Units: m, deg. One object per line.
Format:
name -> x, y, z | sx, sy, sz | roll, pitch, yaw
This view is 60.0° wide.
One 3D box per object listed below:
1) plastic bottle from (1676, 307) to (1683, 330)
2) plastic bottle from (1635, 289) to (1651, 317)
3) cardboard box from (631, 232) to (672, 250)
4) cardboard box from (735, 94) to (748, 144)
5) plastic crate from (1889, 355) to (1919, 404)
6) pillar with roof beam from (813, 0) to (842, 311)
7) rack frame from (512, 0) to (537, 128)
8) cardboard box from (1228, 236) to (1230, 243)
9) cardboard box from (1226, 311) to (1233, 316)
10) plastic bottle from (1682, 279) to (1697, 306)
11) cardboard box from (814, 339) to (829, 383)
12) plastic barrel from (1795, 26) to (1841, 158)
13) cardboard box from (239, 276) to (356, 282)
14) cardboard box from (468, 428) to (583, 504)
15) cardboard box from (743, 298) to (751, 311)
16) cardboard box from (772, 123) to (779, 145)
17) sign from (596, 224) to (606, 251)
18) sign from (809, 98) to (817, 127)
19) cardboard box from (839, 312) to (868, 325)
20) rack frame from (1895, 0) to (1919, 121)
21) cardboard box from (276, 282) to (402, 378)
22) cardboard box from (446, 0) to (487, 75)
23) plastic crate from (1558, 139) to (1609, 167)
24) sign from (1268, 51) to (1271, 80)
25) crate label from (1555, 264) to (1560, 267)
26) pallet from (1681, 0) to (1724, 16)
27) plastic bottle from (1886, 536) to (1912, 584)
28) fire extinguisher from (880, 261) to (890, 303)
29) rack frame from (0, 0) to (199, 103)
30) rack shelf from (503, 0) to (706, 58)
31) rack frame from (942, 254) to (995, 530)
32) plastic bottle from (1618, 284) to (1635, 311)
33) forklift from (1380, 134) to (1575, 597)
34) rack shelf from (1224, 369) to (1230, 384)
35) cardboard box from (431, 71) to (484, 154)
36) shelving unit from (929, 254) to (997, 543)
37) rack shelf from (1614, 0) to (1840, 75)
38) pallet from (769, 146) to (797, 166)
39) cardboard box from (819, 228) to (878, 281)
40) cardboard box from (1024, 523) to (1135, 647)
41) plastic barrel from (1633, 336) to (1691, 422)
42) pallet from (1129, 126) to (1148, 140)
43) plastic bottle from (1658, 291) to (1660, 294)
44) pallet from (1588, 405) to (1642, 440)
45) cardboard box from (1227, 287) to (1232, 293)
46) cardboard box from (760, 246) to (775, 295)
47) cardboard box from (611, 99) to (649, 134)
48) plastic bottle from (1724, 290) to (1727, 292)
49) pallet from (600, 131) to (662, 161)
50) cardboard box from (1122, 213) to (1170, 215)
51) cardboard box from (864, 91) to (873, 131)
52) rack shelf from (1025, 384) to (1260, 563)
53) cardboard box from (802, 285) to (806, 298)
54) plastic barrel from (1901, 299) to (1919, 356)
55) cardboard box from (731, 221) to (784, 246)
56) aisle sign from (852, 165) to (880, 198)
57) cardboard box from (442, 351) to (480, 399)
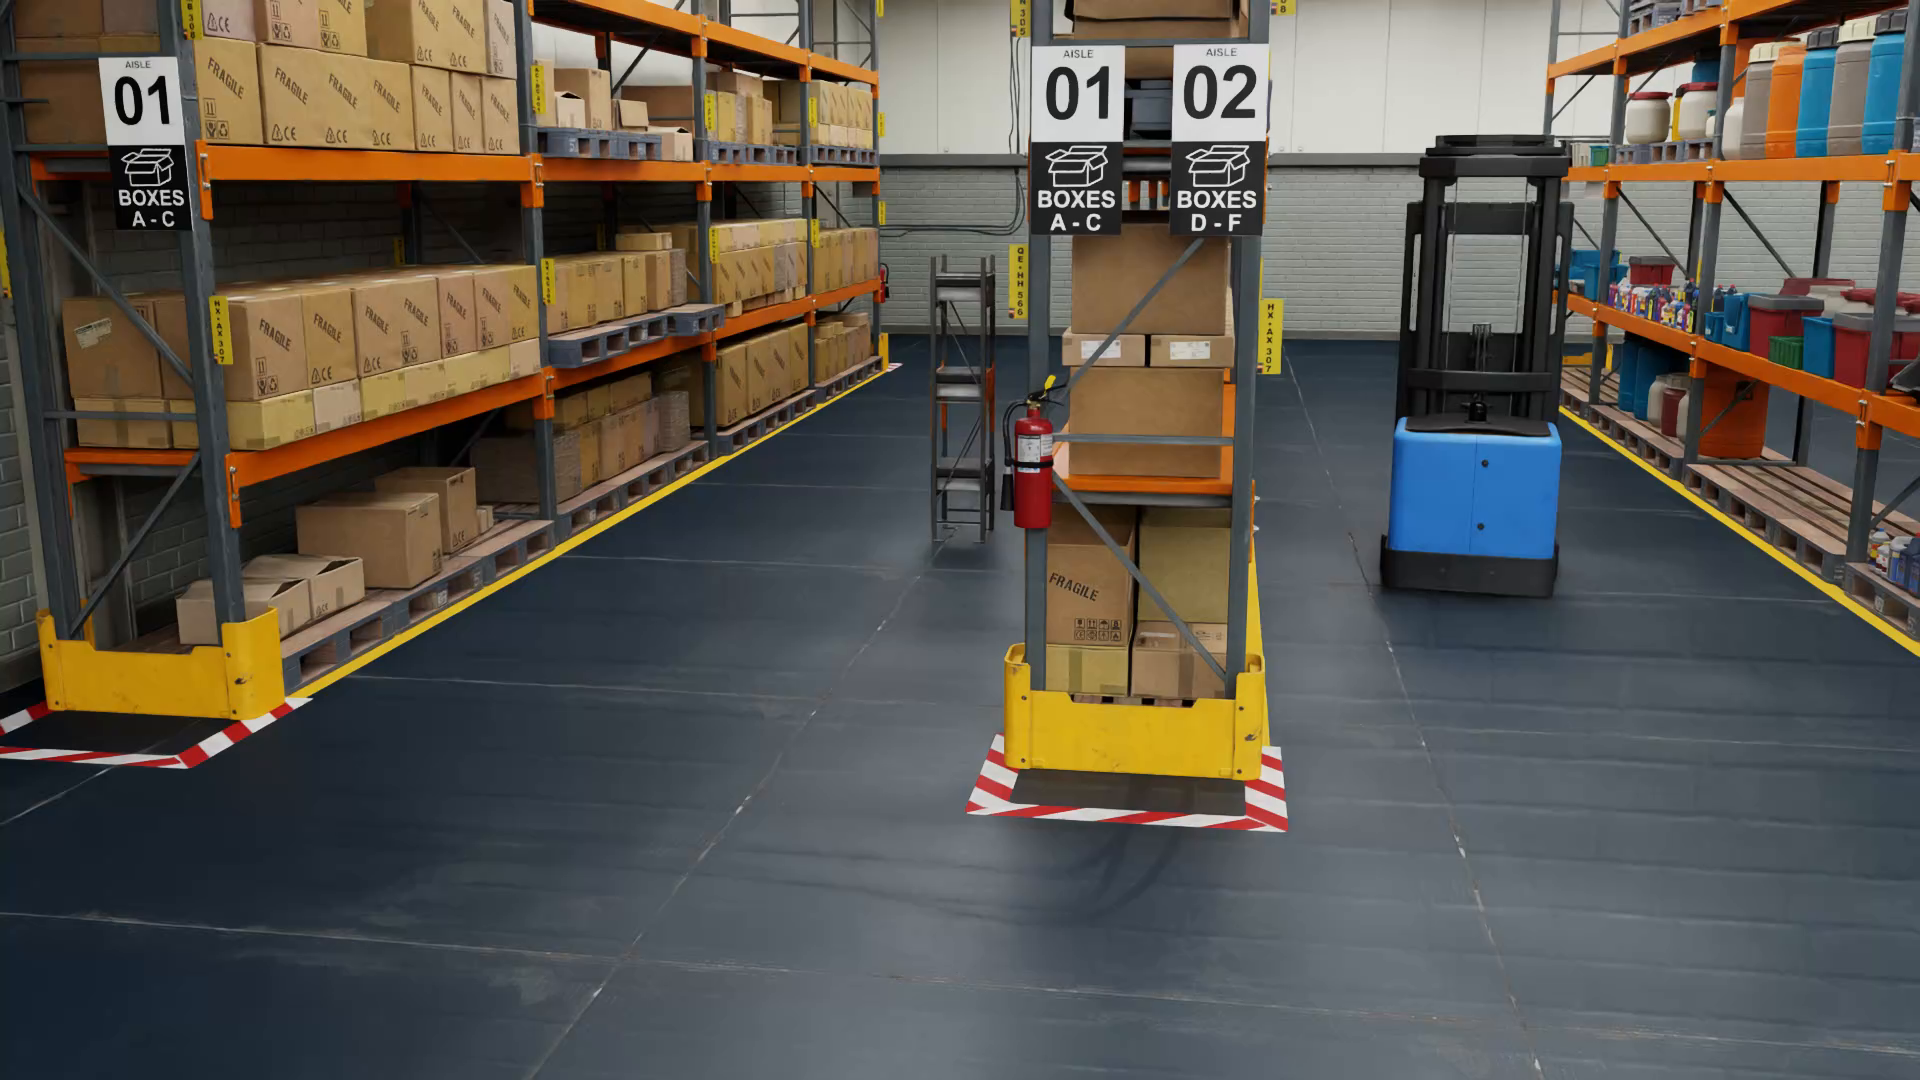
plastic bottle -> 6.654, -2.039, 15.307 | 0.097, 0.201, 0.097 | 0, 12, 0
plastic bottle -> 6.916, -2.394, 16.774 | 0.152, 0.276, 0.135 | 2, 12, 9
cardboard box -> -2.886, -2.776, 15.432 | 0.380, 0.149, 0.250 | 0, 12, 1
cardboard box -> -2.653, -4.431, 17.531 | 0.700, 0.500, 0.500 | 2, 12, 9
plastic crate -> 6.105, -0.979, 10.062 | 0.767, 0.338, 0.504 | 2, 12, 9
pillar with roof beam -> 2.182, -7.316, 25.081 | 9.100, 9.000, 0.400 | 2, 12, 9
rack frame -> -3.478, -4.368, 11.400 | 1.000, 3.000, 0.127 | 2, 12, 9
cardboard box -> 2.999, -3.567, 19.315 | 0.500, 0.500, 0.500 | 2, 12, 10
cardboard box -> 1.272, -1.151, 8.939 | 0.380, 0.149, 0.250 | 2, 12, 8
plastic bottle -> 7.553, -2.519, 17.181 | 0.144, 0.351, 0.185 | 2, 12, 9
cardboard box -> -2.031, -2.236, 20.685 | 0.700, 0.500, 0.500 | 2, 12, 9
plastic barrel -> 6.377, -3.210, 11.961 | 0.600, 0.901, 0.708 | 2, 12, 9
cardboard box -> -3.990, -1.327, 10.061 | 0.500, 0.500, 0.500 | 2, 12, 9
cardboard box -> -3.381, -0.582, 12.962 | 0.700, 0.500, 0.500 | 2, 12, 11
cardboard box -> -2.413, -2.484, 17.450 | 0.380, 0.149, 0.250 | 2, 12, 10
cardboard box -> -2.374, -4.897, 20.100 | 0.500, 0.250, 0.500 | 2, 12, 9
sign -> -3.411, -2.851, 15.854 | 0.100, 0.325, 0.005 | 2, 12, 9
sign -> -1.710, -4.958, 19.283 | 0.100, 0.325, 0.005 | 2, 12, 9
cardboard box -> -1.481, -3.052, 22.931 | 0.380, 0.149, 0.250 | 2, 12, 8
rack frame -> 6.312, -4.047, 9.910 | 1.000, 3.000, 0.127 | 2, 12, 9
cardboard box -> -3.551, -1.205, 9.493 | 0.500, 0.500, 0.500 | 1, 12, 7
cardboard box -> -3.361, -3.221, 10.539 | 0.500, 0.500, 0.500 | 3, 12, 12
plastic crate -> 7.651, -4.739, 20.389 | 0.504, 0.338, 0.767 | 2, 12, 9
sign -> 1.966, -3.015, 10.830 | 0.100, 0.325, 0.005 | 2, 12, 9
crate label -> 7.794, -3.519, 21.956 | 0.416, 0.233, 0.303 | 2, 12, 9
pallet -> 7.068, -4.741, 14.528 | 1.213, 0.211, 1.003 | 2, 12, 9
plastic bottle -> 5.807, 0.123, 10.224 | 0.152, 0.276, 0.135 | 2, 12, 11
fire extinguisher -> -1.153, -3.729, 23.746 | 0.296, 0.674, 0.183 | 2, 12, 9
rack frame -> -4.093, -3.535, 7.536 | 1.000, 3.000, 0.127 | 2, 12, 9
rack shelf -> -3.170, -4.237, 13.449 | 1.077, 0.370, 4.000 | 2, 12, 9
rack frame -> 0.063, -1.112, 12.668 | 0.400, 2.100, 0.015 | 2, 12, 9
plastic bottle -> 7.038, -2.558, 17.539 | 0.152, 0.276, 0.135 | 2, 12, 9
forklift -> 3.667, -1.336, 11.738 | 1.130, 2.935, 3.031 | 4, 13, 16
rack shelf -> 1.725, -1.340, 13.298 | 1.077, 0.370, 4.000 | 2, 12, 9
cardboard box -> -3.401, -2.742, 10.691 | 0.500, 0.500, 0.500 | 1, 12, 4
shelving unit -> 0.025, -1.061, 12.432 | 0.431, 2.100, 0.503 | 2, 12, 9
rack shelf -> 7.234, -4.748, 15.824 | 1.077, 0.370, 4.000 | 2, 12, 9
pallet -> -2.339, -4.281, 18.570 | 0.805, 0.209, 1.217 | 1, 12, 6
cardboard box -> -1.701, -3.973, 23.097 | 0.980, 0.700, 0.700 | 2, 12, 11
cardboard box -> 0.591, 0.208, 8.156 | 0.500, 0.500, 0.500 | 2, 12, 9
plastic barrel -> 7.333, -1.699, 17.239 | 0.600, 0.901, 0.708 | 2, 12, 9
pallet -> 1.541, -2.832, 11.848 | 0.805, 0.209, 1.217 | 1, 12, 6
plastic bottle -> 6.852, -2.290, 16.275 | 0.061, 0.283, 0.133 | 2, 12, 9
pallet -> 7.382, -1.257, 17.824 | 1.003, 0.211, 1.213 | 2, 12, 9
cardboard box -> 1.588, -1.578, 10.917 | 0.380, 0.149, 0.250 | 2, 12, 9
cardboard box -> -2.295, -2.885, 17.770 | 0.500, 0.500, 0.500 | 2, 12, 10
cardboard box -> -3.153, -3.527, 14.328 | 0.797, 0.503, 0.637 | 4, 13, 17
plastic bottle -> 7.611, -2.369, 16.659 | 0.152, 0.276, 0.135 | 2, 12, 9
pallet -> -3.121, -3.150, 13.318 | 1.213, 0.211, 1.003 | 2, 12, 9
cardboard box -> 1.202, -1.656, 9.742 | 0.700, 0.500, 0.500 | 2, 12, 9
cardboard box -> -1.475, -5.785, 22.441 | 0.500, 0.500, 0.500 | 2, 12, 8
rack shelf -> 1.110, -0.507, 9.434 | 1.077, 0.370, 4.000 | 2, 12, 9
cardboard box -> -2.019, -2.908, 19.414 | 0.380, 0.149, 0.250 | 2, 12, 9
plastic barrel -> 6.675, -1.372, 11.419 | 0.433, 0.535, 0.433 | 0, 12, 0
cardboard box -> -2.233, -3.353, 18.161 | 0.500, 0.250, 0.500 | 2, 12, 10
aisle sign -> -1.324, -5.209, 23.373 | 0.394, 0.787, 0.004 | 2, 12, 9
cardboard box -> -3.398, -1.054, 10.574 | 0.500, 0.250, 0.500 | 2, 12, 8
